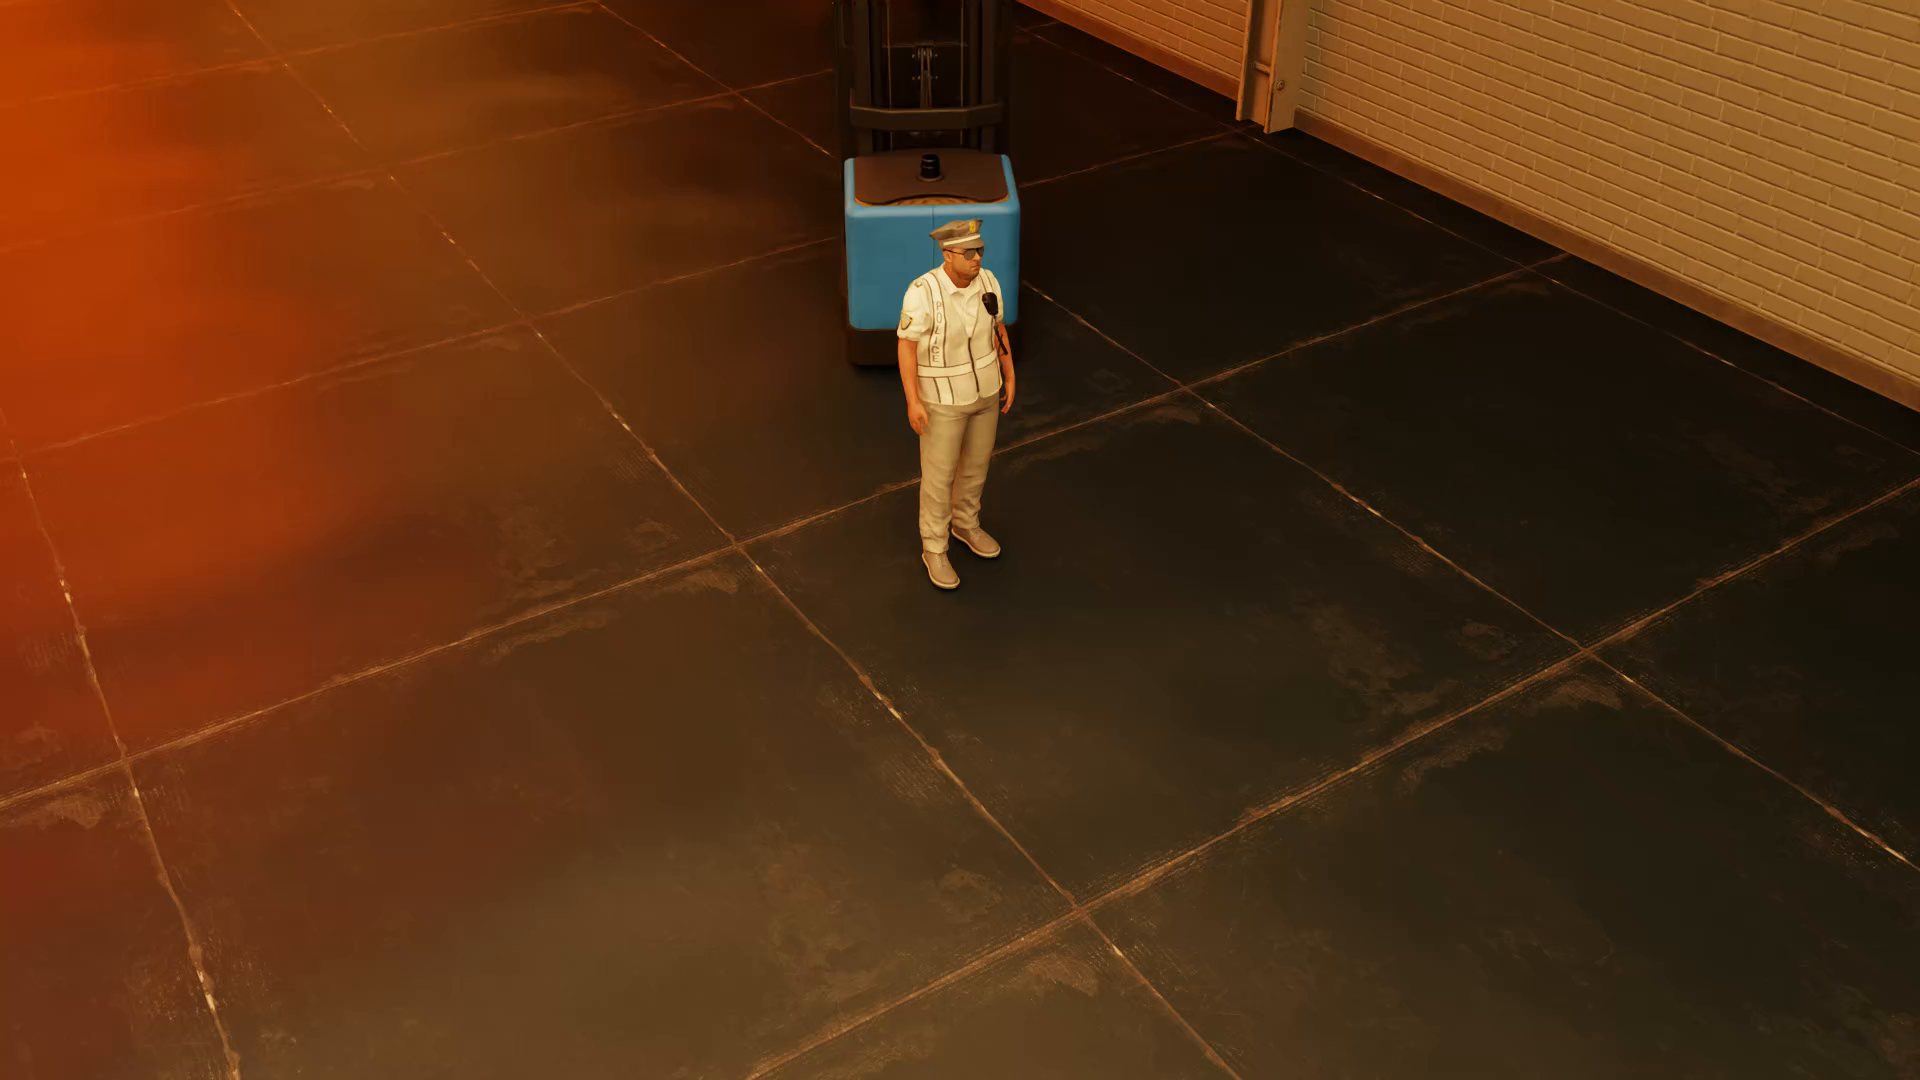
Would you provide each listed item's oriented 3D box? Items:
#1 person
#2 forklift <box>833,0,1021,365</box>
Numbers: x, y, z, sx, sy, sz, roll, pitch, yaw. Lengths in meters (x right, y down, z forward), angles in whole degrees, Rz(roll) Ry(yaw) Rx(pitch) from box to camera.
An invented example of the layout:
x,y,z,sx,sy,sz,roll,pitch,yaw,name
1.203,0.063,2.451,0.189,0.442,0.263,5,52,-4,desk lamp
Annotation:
x,y,z,sx,sy,sz,roll,pitch,yaw,name
0.033,-0.693,8.123,0.641,1.778,0.574,-21,40,-27,person
-0.243,-3.082,10.534,1.130,2.935,3.031,-2,35,-3,forklift
